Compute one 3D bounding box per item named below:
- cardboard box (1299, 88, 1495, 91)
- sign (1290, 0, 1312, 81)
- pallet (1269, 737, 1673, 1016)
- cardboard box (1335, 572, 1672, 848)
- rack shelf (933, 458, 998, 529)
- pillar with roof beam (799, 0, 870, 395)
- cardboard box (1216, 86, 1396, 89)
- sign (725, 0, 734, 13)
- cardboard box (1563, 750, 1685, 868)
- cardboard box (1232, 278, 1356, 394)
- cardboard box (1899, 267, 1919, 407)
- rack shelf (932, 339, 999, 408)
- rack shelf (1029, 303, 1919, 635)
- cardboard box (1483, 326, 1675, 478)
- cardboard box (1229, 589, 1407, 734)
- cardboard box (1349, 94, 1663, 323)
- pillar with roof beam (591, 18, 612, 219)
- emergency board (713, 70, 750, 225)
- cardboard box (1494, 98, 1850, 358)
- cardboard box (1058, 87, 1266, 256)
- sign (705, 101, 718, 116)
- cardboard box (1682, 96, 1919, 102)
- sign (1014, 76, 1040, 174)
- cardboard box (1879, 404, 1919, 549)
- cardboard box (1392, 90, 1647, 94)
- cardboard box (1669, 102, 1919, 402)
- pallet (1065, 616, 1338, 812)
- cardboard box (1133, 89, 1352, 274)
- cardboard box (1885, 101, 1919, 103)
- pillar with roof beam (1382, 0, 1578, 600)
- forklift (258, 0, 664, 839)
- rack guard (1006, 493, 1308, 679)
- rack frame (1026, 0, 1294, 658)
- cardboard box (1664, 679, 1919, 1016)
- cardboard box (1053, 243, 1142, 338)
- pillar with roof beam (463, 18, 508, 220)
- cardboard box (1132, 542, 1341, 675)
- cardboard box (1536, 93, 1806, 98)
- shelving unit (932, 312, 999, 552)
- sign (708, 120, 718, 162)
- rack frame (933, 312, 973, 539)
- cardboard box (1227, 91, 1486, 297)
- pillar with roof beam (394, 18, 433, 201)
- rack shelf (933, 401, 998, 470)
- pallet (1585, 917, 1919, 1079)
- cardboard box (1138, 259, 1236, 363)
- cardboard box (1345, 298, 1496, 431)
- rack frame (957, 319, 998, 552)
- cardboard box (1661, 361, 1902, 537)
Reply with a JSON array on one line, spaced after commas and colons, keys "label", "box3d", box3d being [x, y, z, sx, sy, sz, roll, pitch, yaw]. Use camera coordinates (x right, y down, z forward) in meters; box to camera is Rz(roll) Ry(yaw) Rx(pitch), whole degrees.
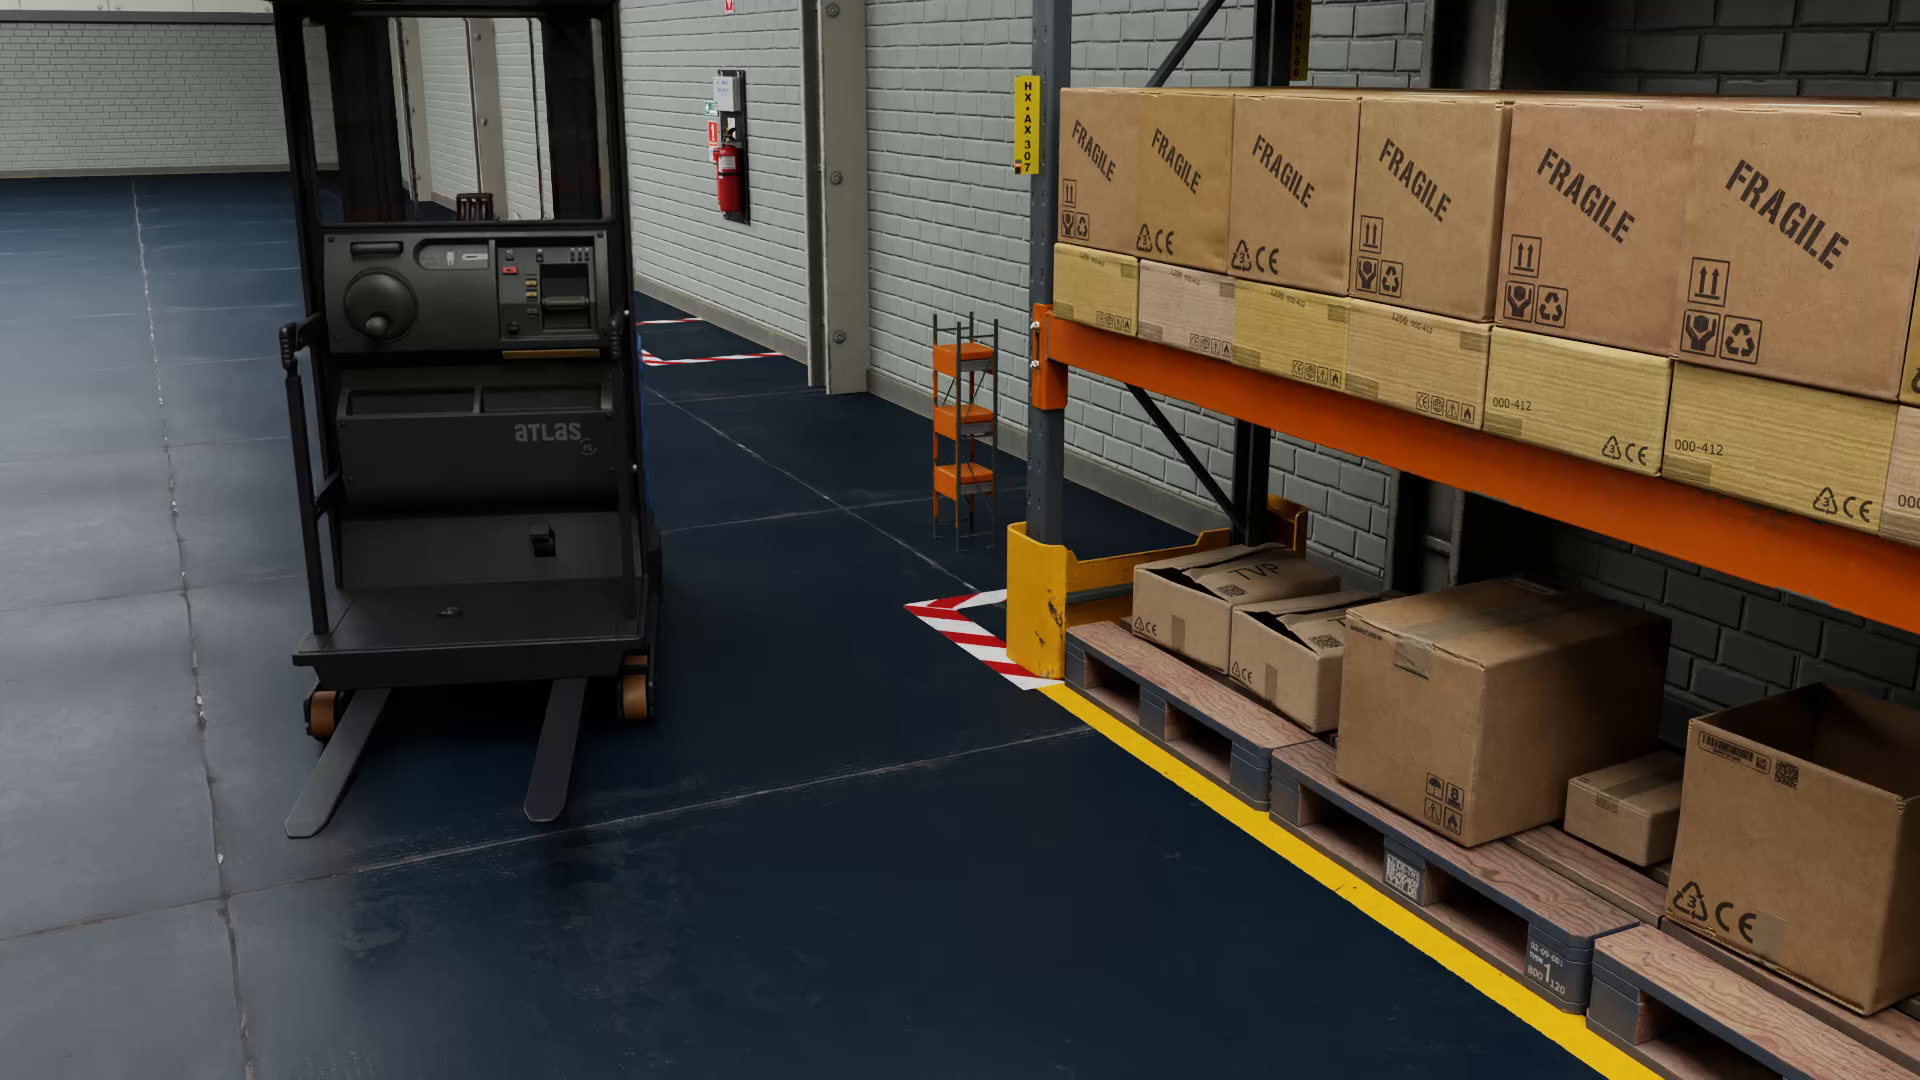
[{"label": "cardboard box", "box3d": [1.329, -1.145, 5.180, 0.500, 0.500, 0.500, -7, 18, -24]}, {"label": "sign", "box3d": [1.227, -1.835, 6.036, 0.100, 0.325, 0.005, -8, 18, -25]}, {"label": "pallet", "box3d": [1.608, 0.802, 4.572, 1.003, 0.211, 1.213, -8, 18, -25]}, {"label": "cardboard box", "box3d": [1.468, 0.437, 4.523, 0.700, 0.500, 0.500, -9, 18, -28]}, {"label": "rack shelf", "box3d": [0.023, -0.214, 7.639, 0.215, 0.259, 0.240, -8, 18, -25]}, {"label": "pillar with roof beam", "box3d": [-4.695, -4.847, 8.326, 9.100, 9.000, 0.400, -8, 18, -25]}, {"label": "cardboard box", "box3d": [1.117, -1.271, 5.619, 0.500, 0.500, 0.500, -8, 18, -26]}, {"label": "sign", "box3d": [-1.787, -4.229, 12.847, 0.001, 0.298, 0.199, -8, 18, -25]}, {"label": "cardboard box", "box3d": [1.789, 0.687, 4.289, 0.380, 0.149, 0.250, -9, 18, -29]}, {"label": "cardboard box", "box3d": [1.106, -0.589, 4.600, 0.500, 0.250, 0.500, -8, 18, -26]}, {"label": "cardboard box", "box3d": [1.987, -0.451, 2.759, 0.500, 0.500, 0.500, -8, 18, -25]}, {"label": "rack shelf", "box3d": [0.023, -0.754, 7.484, 0.215, 0.259, 0.240, -8, 18, -25]}, {"label": "rack shelf", "box3d": [1.596, -0.223, 4.394, 1.077, 0.370, 4.000, -8, 18, -25]}, {"label": "cardboard box", "box3d": [1.547, -0.339, 3.728, 0.500, 0.250, 0.500, -8, 18, -25]}, {"label": "cardboard box", "box3d": [1.192, 0.340, 5.204, 0.500, 0.311, 0.500, -6, 17, -20]}, {"label": "cardboard box", "box3d": [1.324, -0.829, 4.077, 0.500, 0.500, 0.500, -7, 17, -23]}, {"label": "pillar with roof beam", "box3d": [-7.323, -6.334, 13.510, 9.100, 9.000, 0.400, -8, 18, -25]}, {"label": "emergency board", "box3d": [-1.873, -3.101, 13.118, 0.194, 1.169, 0.643, -8, 18, -25]}, {"label": "cardboard box", "box3d": [1.552, -0.700, 3.628, 0.500, 0.500, 0.500, -8, 18, -26]}, {"label": "cardboard box", "box3d": [0.659, -1.208, 5.398, 0.500, 0.500, 0.500, -8, 18, -25]}, {"label": "sign", "box3d": [-2.028, -3.520, 13.553, 0.001, 0.109, 0.331, -8, 18, -25]}, {"label": "cardboard box", "box3d": [2.017, -0.766, 3.856, 0.500, 0.500, 0.500, -7, 17, -23]}, {"label": "sign", "box3d": [0.232, -1.415, 5.675, 0.100, 0.325, 0.005, -8, 18, -25]}, {"label": "cardboard box", "box3d": [1.992, -0.091, 2.866, 0.500, 0.250, 0.500, -8, 18, -25]}, {"label": "cardboard box", "box3d": [1.559, -1.018, 4.735, 0.500, 0.500, 0.500, -8, 18, -26]}, {"label": "cardboard box", "box3d": [1.763, -0.574, 3.188, 0.500, 0.500, 0.500, -8, 18, -25]}, {"label": "pallet", "box3d": [1.077, 0.500, 5.625, 1.003, 0.211, 1.213, -8, 18, -25]}, {"label": "cardboard box", "box3d": [0.866, -1.084, 4.967, 0.500, 0.500, 0.500, -8, 18, -25]}, {"label": "cardboard box", "box3d": [2.231, -0.641, 3.423, 0.500, 0.500, 0.500, -8, 18, -25]}, {"label": "pillar with roof beam", "box3d": [-2.066, -3.359, 3.142, 9.100, 9.000, 0.400, -8, 18, -25]}, {"label": "forklift", "box3d": [-1.627, -0.856, 5.421, 1.130, 2.935, 3.031, -2, 16, -8]}, {"label": "rack guard", "box3d": [0.753, 0.156, 6.302, 1.175, 0.500, 0.348, -8, 18, -25]}, {"label": "rack frame", "box3d": [0.720, -1.065, 6.023, 1.000, 3.000, 0.127, -8, 18, -25]}, {"label": "cardboard box", "box3d": [1.981, 0.665, 3.730, 0.500, 0.500, 0.500, -9, 18, -29]}, {"label": "cardboard box", "box3d": [0.648, -0.843, 5.485, 0.500, 0.250, 0.500, -8, 18, -27]}, {"label": "pillar with roof beam", "box3d": [-9.952, -7.822, 18.695, 9.100, 9.000, 0.400, -8, 18, -25]}, {"label": "cardboard box", "box3d": [0.942, 0.199, 5.697, 0.500, 0.311, 0.500, -10, 19, -31]}, {"label": "cardboard box", "box3d": [1.780, -0.893, 4.300, 0.500, 0.500, 0.500, -7, 18, -24]}, {"label": "shelving unit", "box3d": [0.023, -0.491, 7.560, 0.215, 1.050, 0.252, -8, 18, -25]}, {"label": "sign", "box3d": [-2.022, -3.267, 13.634, 0.001, 0.329, 0.234, -8, 18, -25]}, {"label": "rack frame", "box3d": [-0.030, -0.522, 7.665, 0.200, 1.050, 0.008, -8, 18, -25]}, {"label": "cardboard box", "box3d": [1.087, -0.955, 4.518, 0.500, 0.500, 0.500, -8, 18, -27]}, {"label": "pillar with roof beam", "box3d": [-12.580, -9.310, 23.879, 9.100, 9.000, 0.400, -8, 18, -25]}, {"label": "rack shelf", "box3d": [0.023, -0.481, 7.563, 0.215, 0.259, 0.240, -8, 18, -25]}, {"label": "pallet", "box3d": [2.146, 1.105, 3.516, 1.003, 0.211, 1.213, -8, 18, -25]}, {"label": "cardboard box", "box3d": [0.888, -0.716, 5.042, 0.500, 0.250, 0.500, -8, 18, -27]}, {"label": "cardboard box", "box3d": [1.326, -0.463, 4.162, 0.500, 0.250, 0.500, -7, 18, -24]}, {"label": "rack frame", "box3d": [0.077, -0.461, 7.454, 0.200, 1.050, 0.008, -8, 18, -25]}, {"label": "cardboard box", "box3d": [1.781, -0.216, 3.300, 0.500, 0.250, 0.500, -8, 18, -25]}]
